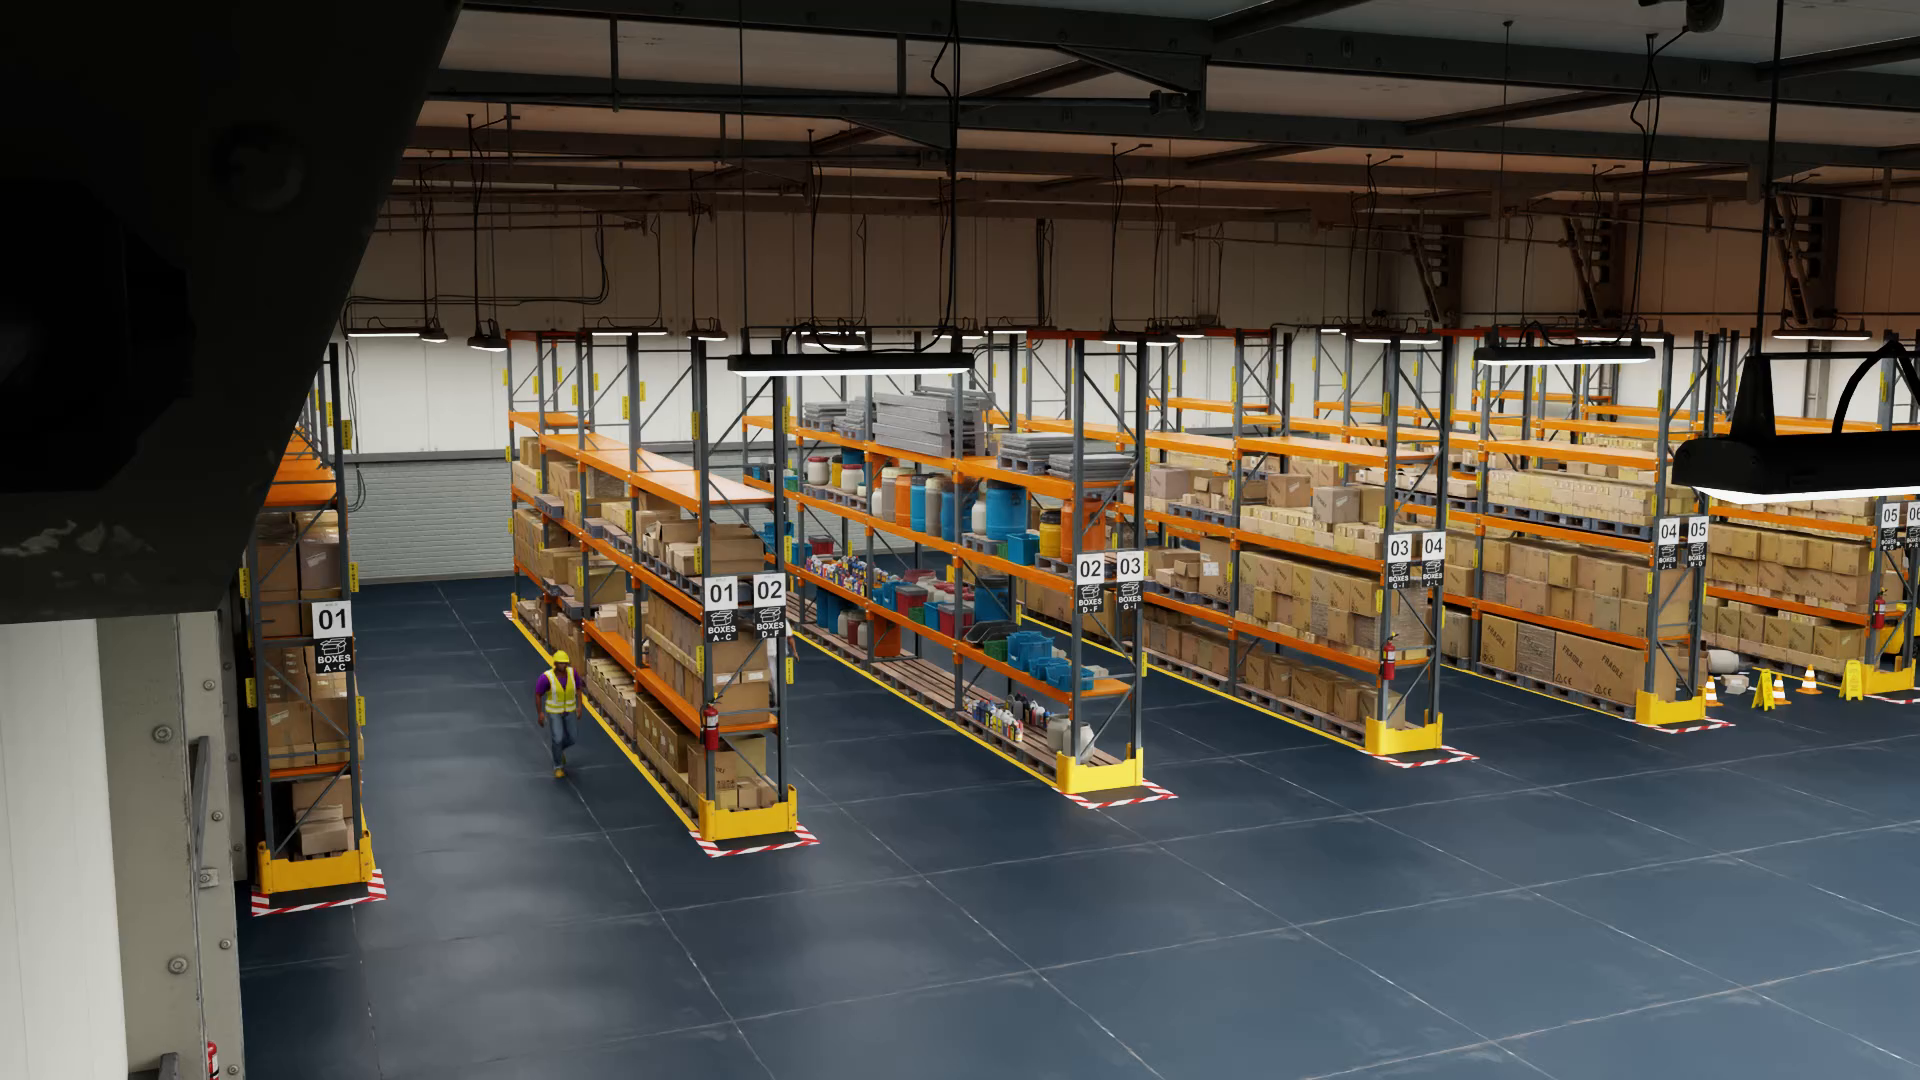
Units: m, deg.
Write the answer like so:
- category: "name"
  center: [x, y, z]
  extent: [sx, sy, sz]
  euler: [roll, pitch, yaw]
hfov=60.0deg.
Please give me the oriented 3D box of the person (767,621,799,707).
- category: "person"
  center: [-2.953, 1.837, 26.708]
  extent: [0.650, 1.705, 1.079]
  euler: [-5, 9, -32]

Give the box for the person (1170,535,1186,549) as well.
- category: "person"
  center: [5.545, -0.195, 41.998]
  extent: [0.921, 1.624, 0.484]
  euler: [-3, 9, -24]

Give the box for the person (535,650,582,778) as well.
- category: "person"
  center: [-5.554, 2.361, 22.970]
  extent: [0.659, 1.744, 0.656]
  euler: [-5, 9, -35]
